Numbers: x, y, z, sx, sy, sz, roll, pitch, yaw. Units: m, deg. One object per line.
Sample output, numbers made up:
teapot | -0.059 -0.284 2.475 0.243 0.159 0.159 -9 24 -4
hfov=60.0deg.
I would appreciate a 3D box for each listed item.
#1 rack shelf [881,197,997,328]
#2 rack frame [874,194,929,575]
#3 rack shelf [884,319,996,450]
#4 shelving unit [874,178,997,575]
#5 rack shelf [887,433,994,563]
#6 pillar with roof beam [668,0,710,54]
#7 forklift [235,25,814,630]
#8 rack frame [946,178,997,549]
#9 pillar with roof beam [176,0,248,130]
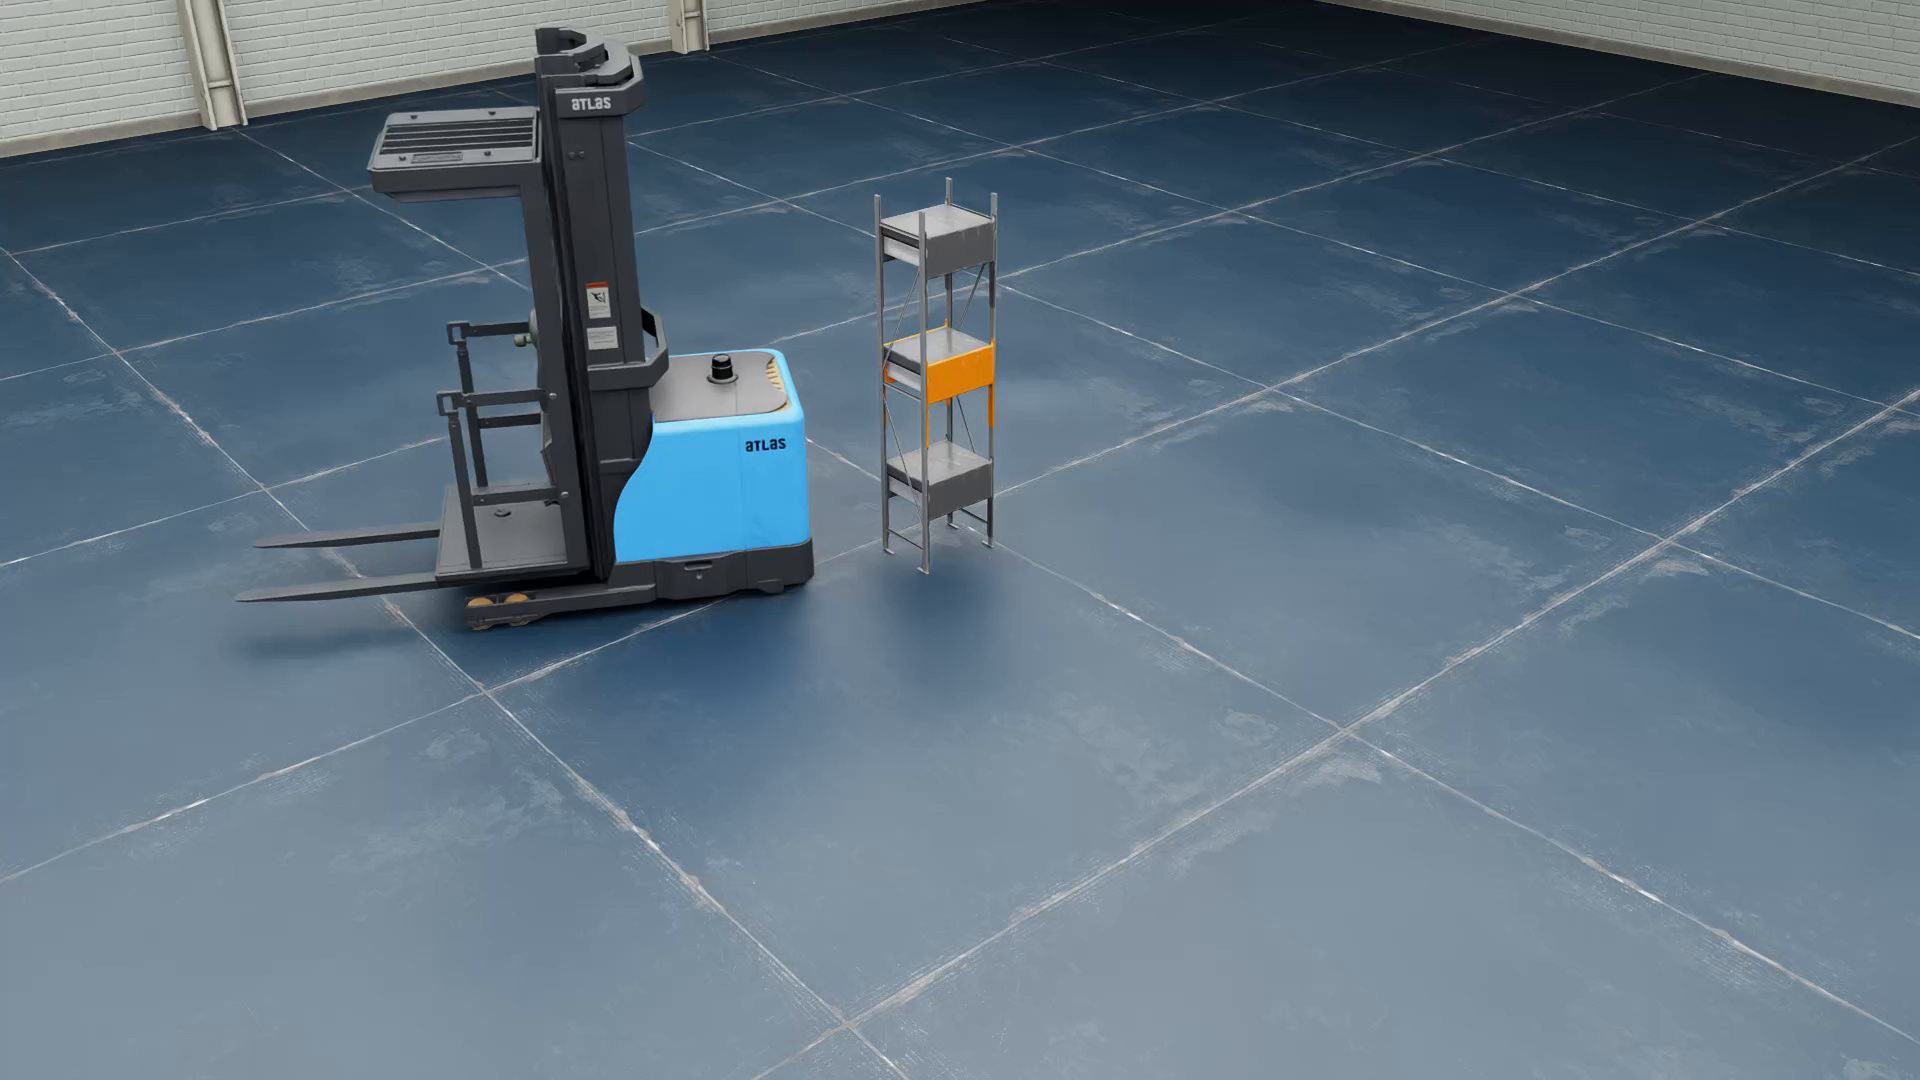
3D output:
rack shelf | -0.126 -1.481 8.837 0.480 0.518 0.431 -22 35 -35
rack frame | -0.312 -0.801 9.021 0.015 2.100 0.400 -22 35 -35
rack shelf | -0.126 -0.863 9.167 0.480 0.518 0.431 -22 35 -35
shelving unit | -0.126 -0.875 9.160 0.503 2.100 0.431 -22 35 -35
rack shelf | -0.126 -0.246 9.497 0.480 0.518 0.431 -22 35 -35
pillar with roof beam | -0.728 -8.832 16.729 0.400 9.000 9.100 -22 35 -35
forklift | -2.383 -1.087 8.675 3.031 2.935 1.130 -6 29 -11
rack frame | 0.060 -0.950 9.300 0.015 2.100 0.400 -22 35 -35
pillar with roof beam | -5.293 -6.997 13.295 0.400 9.000 9.100 -22 35 -35
